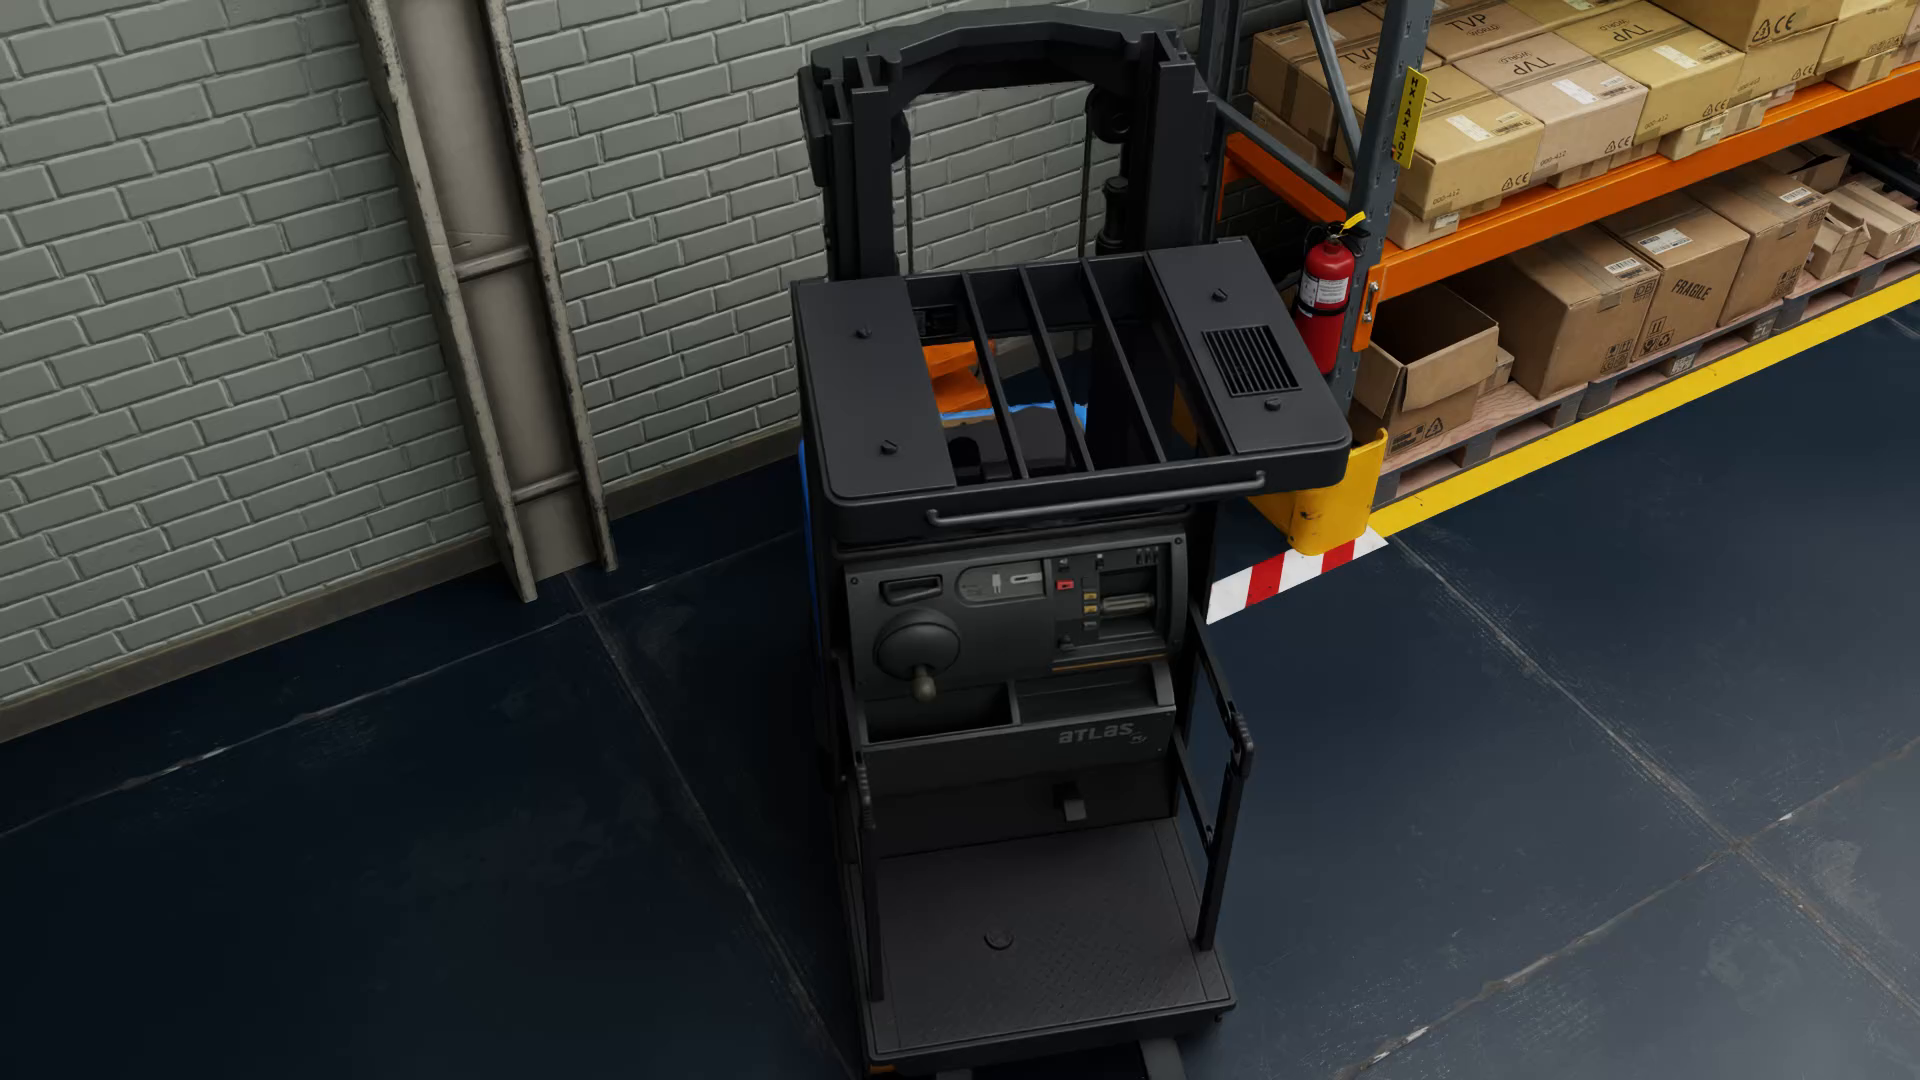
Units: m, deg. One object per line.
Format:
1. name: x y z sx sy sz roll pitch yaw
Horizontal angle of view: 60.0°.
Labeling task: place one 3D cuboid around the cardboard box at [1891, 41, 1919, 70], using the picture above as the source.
1. cardboard box: 3.828 -2.133 6.974 0.250 0.149 0.380 -21 48 -20

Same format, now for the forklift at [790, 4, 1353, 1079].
1. forklift: 0.198 0.293 4.344 1.130 2.935 3.031 -7 45 -7

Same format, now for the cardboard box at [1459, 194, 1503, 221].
1. cardboard box: 1.799 -1.356 6.173 0.250 0.149 0.380 -21 48 -20

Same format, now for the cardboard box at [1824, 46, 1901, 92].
1. cardboard box: 3.620 -2.027 6.866 0.250 0.149 0.380 -22 48 -22

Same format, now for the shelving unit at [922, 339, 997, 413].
1. shelving unit: -0.144 -0.373 6.273 0.503 1.200 0.258 -22 48 -21

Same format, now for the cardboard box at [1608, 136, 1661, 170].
1. cardboard box: 2.486 -1.614 6.440 0.250 0.149 0.380 -21 48 -20

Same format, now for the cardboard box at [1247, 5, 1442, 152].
1. cardboard box: 1.446 -1.754 6.298 0.500 0.250 0.500 -20 48 -20

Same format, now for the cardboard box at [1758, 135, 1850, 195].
1. cardboard box: 3.957 -1.868 8.150 0.500 0.311 0.500 -20 48 -20

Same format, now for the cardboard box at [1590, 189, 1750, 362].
1. cardboard box: 3.026 -1.186 7.312 0.500 0.500 0.500 -21 48 -20

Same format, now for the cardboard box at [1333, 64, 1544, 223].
1. cardboard box: 1.707 -1.429 5.963 0.500 0.250 0.500 -22 48 -21

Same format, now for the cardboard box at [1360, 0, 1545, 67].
1. cardboard box: 1.894 -1.932 6.481 0.500 0.250 0.500 -22 48 -21

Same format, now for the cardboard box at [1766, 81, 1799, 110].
1. cardboard box: 3.150 -1.891 6.725 0.250 0.149 0.380 -22 48 -21

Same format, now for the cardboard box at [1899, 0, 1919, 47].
1. cardboard box: 3.901 -2.315 6.876 0.500 0.250 0.500 -22 48 -21

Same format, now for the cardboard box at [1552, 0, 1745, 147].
1. cardboard box: 2.582 -1.782 6.326 0.500 0.250 0.500 -23 49 -22

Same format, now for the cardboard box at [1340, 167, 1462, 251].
1. cardboard box: 1.601 -1.239 6.054 0.250 0.149 0.380 -22 48 -21

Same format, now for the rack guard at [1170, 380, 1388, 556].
1. rack guard: 1.245 -0.511 6.917 0.348 0.500 1.175 -22 48 -21

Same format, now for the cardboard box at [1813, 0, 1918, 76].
1. cardboard box: 3.462 -2.150 6.706 0.500 0.250 0.500 -22 48 -21

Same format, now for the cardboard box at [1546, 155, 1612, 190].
1. cardboard box: 2.259 -1.518 6.341 0.250 0.149 0.380 -20 48 -20

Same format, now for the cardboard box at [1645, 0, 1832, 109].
1. cardboard box: 3.015 -1.972 6.522 0.500 0.250 0.500 -23 49 -22

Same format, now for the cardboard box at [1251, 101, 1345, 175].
1. cardboard box: 1.333 -1.568 6.392 0.250 0.149 0.380 -22 48 -21

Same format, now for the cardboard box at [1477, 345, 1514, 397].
1. cardboard box: 2.145 -0.788 7.153 0.250 0.149 0.380 -24 49 -22

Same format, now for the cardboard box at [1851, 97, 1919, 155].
1. cardboard box: 4.926 -2.372 8.533 0.500 0.500 0.500 -22 48 -21

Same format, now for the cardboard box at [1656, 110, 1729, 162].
1. cardboard box: 2.743 -1.656 6.483 0.250 0.149 0.380 -23 49 -22

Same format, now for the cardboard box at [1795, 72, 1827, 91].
1. cardboard box: 3.341 -2.005 6.843 0.250 0.149 0.380 -21 48 -20

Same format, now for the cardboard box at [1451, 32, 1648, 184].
1. cardboard box: 2.144 -1.604 6.143 0.500 0.250 0.500 -21 48 -21

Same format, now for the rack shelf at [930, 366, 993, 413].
1. rack shelf: -0.144 -0.485 6.164 0.480 0.148 0.258 -22 48 -21

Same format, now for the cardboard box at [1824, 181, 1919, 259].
1. cardboard box: 4.311 -1.526 7.914 0.250 0.149 0.380 -23 49 -22

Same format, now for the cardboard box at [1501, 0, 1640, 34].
1. cardboard box: 2.325 -2.101 6.655 0.500 0.250 0.500 -20 48 -20

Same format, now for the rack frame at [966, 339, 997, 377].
1. rack frame: 0.068 -0.458 6.360 0.015 1.200 0.240 -22 48 -21

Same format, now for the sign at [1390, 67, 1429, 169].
1. sign: 1.450 -1.364 5.380 0.005 0.325 0.100 -22 48 -21

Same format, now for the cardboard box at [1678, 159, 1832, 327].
1. cardboard box: 3.418 -1.423 7.556 0.500 0.500 0.700 -24 49 -22

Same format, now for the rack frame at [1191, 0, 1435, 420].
1. rack frame: 1.179 -1.381 6.019 0.127 3.000 1.000 -22 48 -21

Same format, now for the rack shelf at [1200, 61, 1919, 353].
1. rack shelf: 2.914 -1.817 6.985 4.000 0.370 1.077 -22 48 -21

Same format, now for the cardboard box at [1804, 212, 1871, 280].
1. cardboard box: 4.001 -1.444 7.746 0.258 0.266 0.396 -20 48 -20

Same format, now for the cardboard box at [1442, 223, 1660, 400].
1. cardboard box: 2.518 -1.063 7.185 0.500 0.500 0.700 -20 48 -19

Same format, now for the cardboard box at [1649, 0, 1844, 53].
1. cardboard box: 3.007 -2.219 6.238 0.500 0.500 0.500 -21 48 -20

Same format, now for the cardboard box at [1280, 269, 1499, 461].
1. cardboard box: 1.757 -0.791 6.902 0.637 0.503 0.797 -24 49 -22

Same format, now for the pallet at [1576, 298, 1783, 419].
1. pallet: 2.993 -1.104 7.737 1.213 0.211 1.003 -22 48 -21

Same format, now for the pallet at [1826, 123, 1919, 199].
1. pallet: 5.334 -2.073 8.735 1.213 0.211 1.003 -22 48 -21

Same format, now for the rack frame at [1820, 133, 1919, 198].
1. rack frame: 4.648 -2.769 7.449 0.127 3.000 1.000 -22 48 -21

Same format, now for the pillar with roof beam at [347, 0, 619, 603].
1. pillar with roof beam: 0.537 -0.543 0.848 0.400 9.000 9.100 -22 48 -21

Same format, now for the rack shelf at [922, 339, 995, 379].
1. rack shelf: -0.144 -0.655 5.999 0.480 0.148 0.258 -22 48 -21

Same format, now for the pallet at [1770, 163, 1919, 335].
1. pallet: 4.052 -1.531 8.176 1.213 0.211 1.003 -22 48 -21

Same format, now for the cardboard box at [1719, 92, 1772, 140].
1. cardboard box: 2.961 -1.760 6.590 0.250 0.149 0.380 -21 48 -20

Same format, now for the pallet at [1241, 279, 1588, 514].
1. pallet: 1.936 -0.684 7.303 1.213 0.211 1.003 -22 48 -21

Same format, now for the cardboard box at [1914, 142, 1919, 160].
1. cardboard box: 5.179 -2.055 8.207 0.500 0.500 0.500 -20 48 -19

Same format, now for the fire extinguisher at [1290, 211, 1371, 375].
1. fire extinguisher: 1.282 -0.890 5.836 0.183 0.674 0.296 -22 48 -21

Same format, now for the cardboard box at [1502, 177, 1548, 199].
1. cardboard box: 2.009 -1.468 6.289 0.250 0.149 0.380 -22 48 -21
